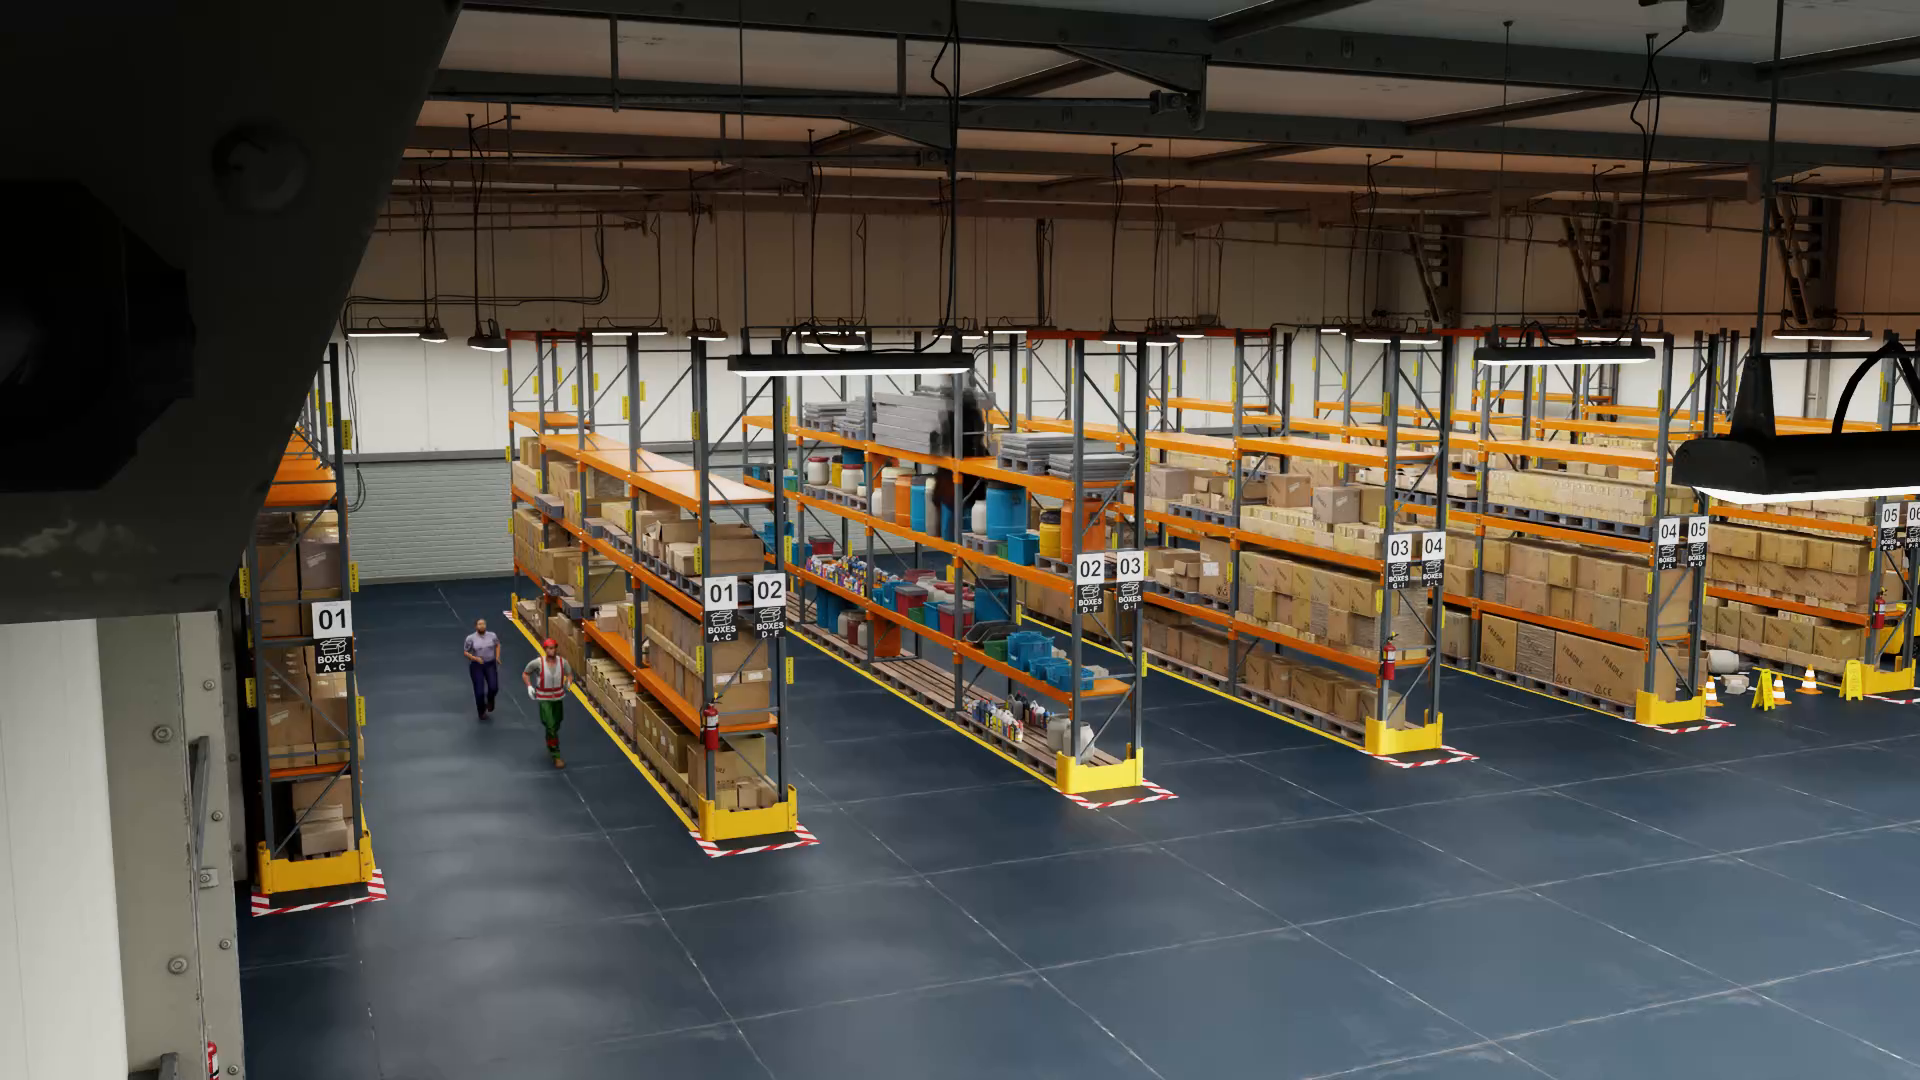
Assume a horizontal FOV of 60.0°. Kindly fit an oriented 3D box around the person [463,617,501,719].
[{"bbox_3d":[-7.437,2.012,26.003,0.599,1.608,0.531,-4,9,-26],"label":"person"}]

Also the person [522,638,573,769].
[{"bbox_3d":[-5.799,2.256,23.485,0.668,1.788,1.003,-5,9,-32],"label":"person"}]

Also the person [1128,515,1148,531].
[{"bbox_3d":[4.414,-0.157,41.415,0.826,1.772,0.697,-5,9,-35],"label":"person"}]
